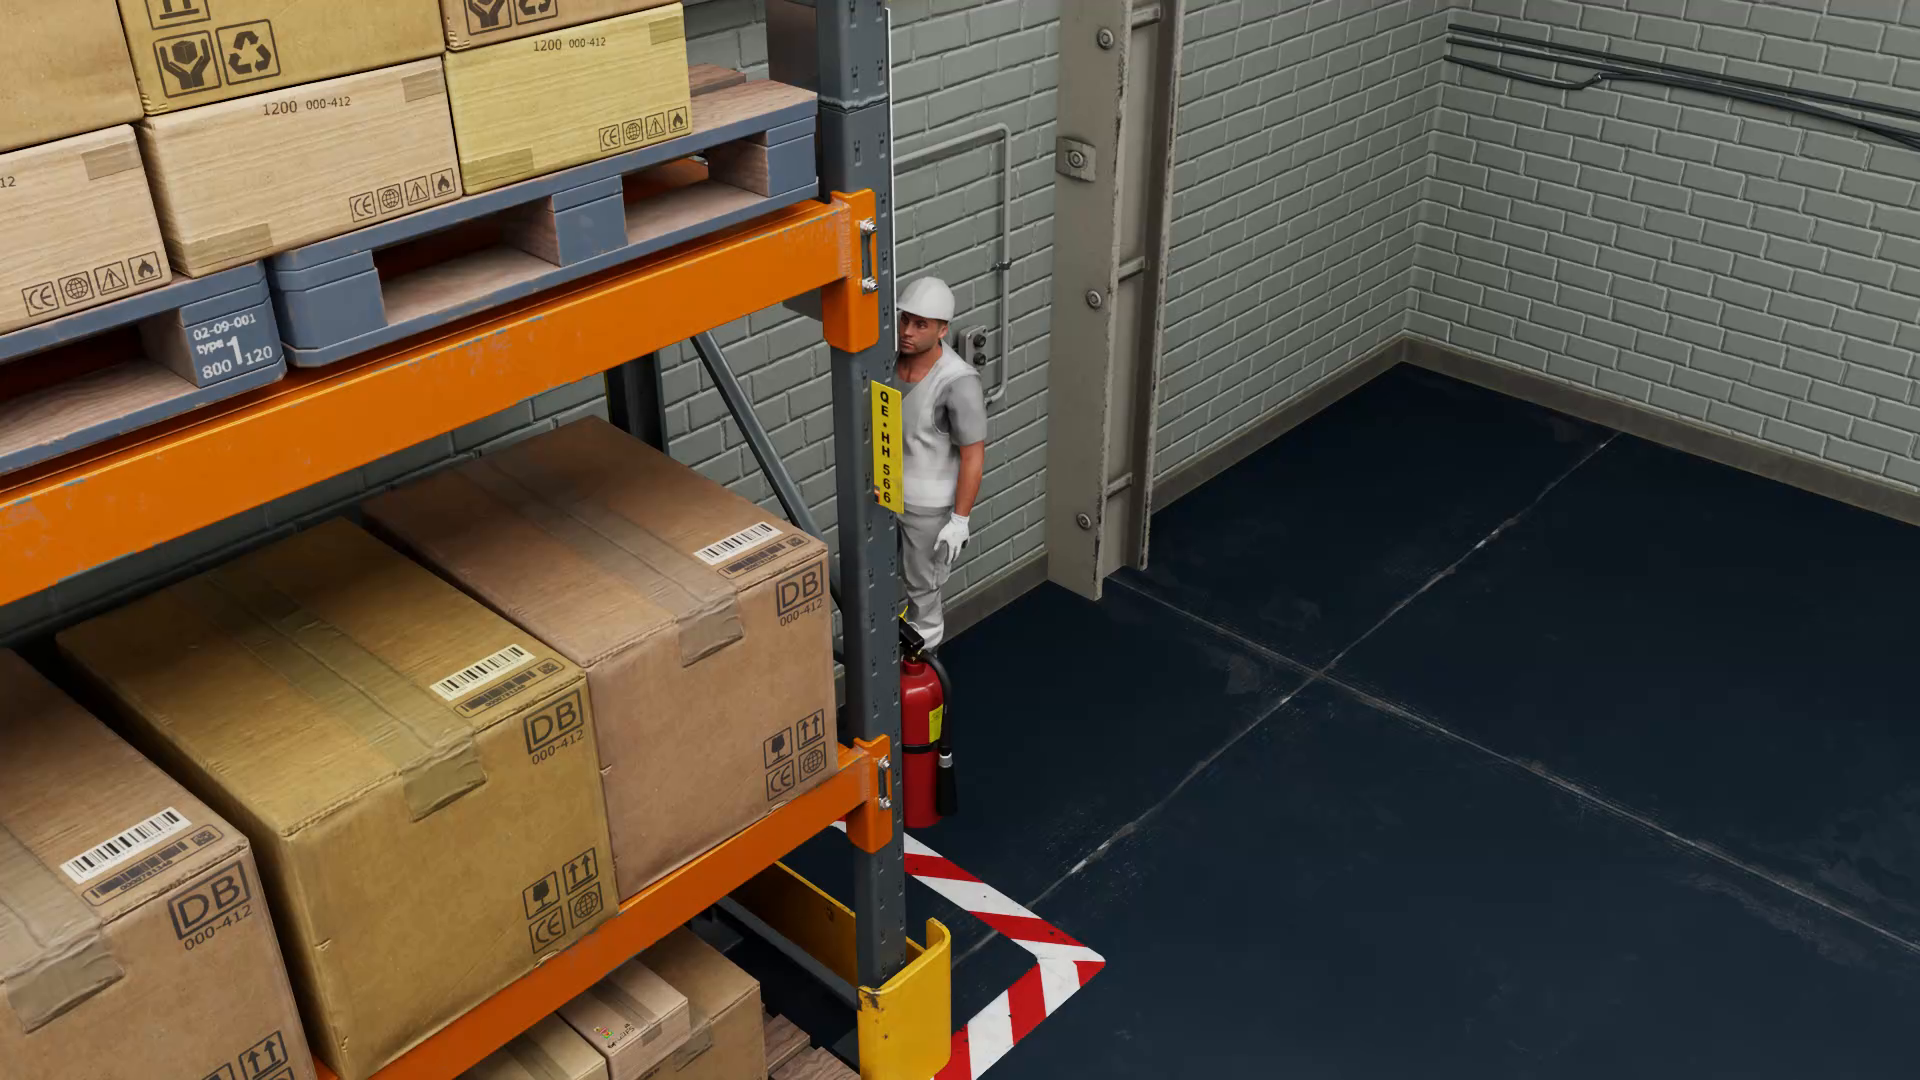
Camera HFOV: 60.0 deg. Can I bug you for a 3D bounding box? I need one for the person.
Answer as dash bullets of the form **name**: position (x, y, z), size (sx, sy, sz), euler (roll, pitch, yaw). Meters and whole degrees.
- **person**: position (-0.246, -0.133, 6.312), size (0.637, 1.789, 0.559), euler (26, 39, 36)
